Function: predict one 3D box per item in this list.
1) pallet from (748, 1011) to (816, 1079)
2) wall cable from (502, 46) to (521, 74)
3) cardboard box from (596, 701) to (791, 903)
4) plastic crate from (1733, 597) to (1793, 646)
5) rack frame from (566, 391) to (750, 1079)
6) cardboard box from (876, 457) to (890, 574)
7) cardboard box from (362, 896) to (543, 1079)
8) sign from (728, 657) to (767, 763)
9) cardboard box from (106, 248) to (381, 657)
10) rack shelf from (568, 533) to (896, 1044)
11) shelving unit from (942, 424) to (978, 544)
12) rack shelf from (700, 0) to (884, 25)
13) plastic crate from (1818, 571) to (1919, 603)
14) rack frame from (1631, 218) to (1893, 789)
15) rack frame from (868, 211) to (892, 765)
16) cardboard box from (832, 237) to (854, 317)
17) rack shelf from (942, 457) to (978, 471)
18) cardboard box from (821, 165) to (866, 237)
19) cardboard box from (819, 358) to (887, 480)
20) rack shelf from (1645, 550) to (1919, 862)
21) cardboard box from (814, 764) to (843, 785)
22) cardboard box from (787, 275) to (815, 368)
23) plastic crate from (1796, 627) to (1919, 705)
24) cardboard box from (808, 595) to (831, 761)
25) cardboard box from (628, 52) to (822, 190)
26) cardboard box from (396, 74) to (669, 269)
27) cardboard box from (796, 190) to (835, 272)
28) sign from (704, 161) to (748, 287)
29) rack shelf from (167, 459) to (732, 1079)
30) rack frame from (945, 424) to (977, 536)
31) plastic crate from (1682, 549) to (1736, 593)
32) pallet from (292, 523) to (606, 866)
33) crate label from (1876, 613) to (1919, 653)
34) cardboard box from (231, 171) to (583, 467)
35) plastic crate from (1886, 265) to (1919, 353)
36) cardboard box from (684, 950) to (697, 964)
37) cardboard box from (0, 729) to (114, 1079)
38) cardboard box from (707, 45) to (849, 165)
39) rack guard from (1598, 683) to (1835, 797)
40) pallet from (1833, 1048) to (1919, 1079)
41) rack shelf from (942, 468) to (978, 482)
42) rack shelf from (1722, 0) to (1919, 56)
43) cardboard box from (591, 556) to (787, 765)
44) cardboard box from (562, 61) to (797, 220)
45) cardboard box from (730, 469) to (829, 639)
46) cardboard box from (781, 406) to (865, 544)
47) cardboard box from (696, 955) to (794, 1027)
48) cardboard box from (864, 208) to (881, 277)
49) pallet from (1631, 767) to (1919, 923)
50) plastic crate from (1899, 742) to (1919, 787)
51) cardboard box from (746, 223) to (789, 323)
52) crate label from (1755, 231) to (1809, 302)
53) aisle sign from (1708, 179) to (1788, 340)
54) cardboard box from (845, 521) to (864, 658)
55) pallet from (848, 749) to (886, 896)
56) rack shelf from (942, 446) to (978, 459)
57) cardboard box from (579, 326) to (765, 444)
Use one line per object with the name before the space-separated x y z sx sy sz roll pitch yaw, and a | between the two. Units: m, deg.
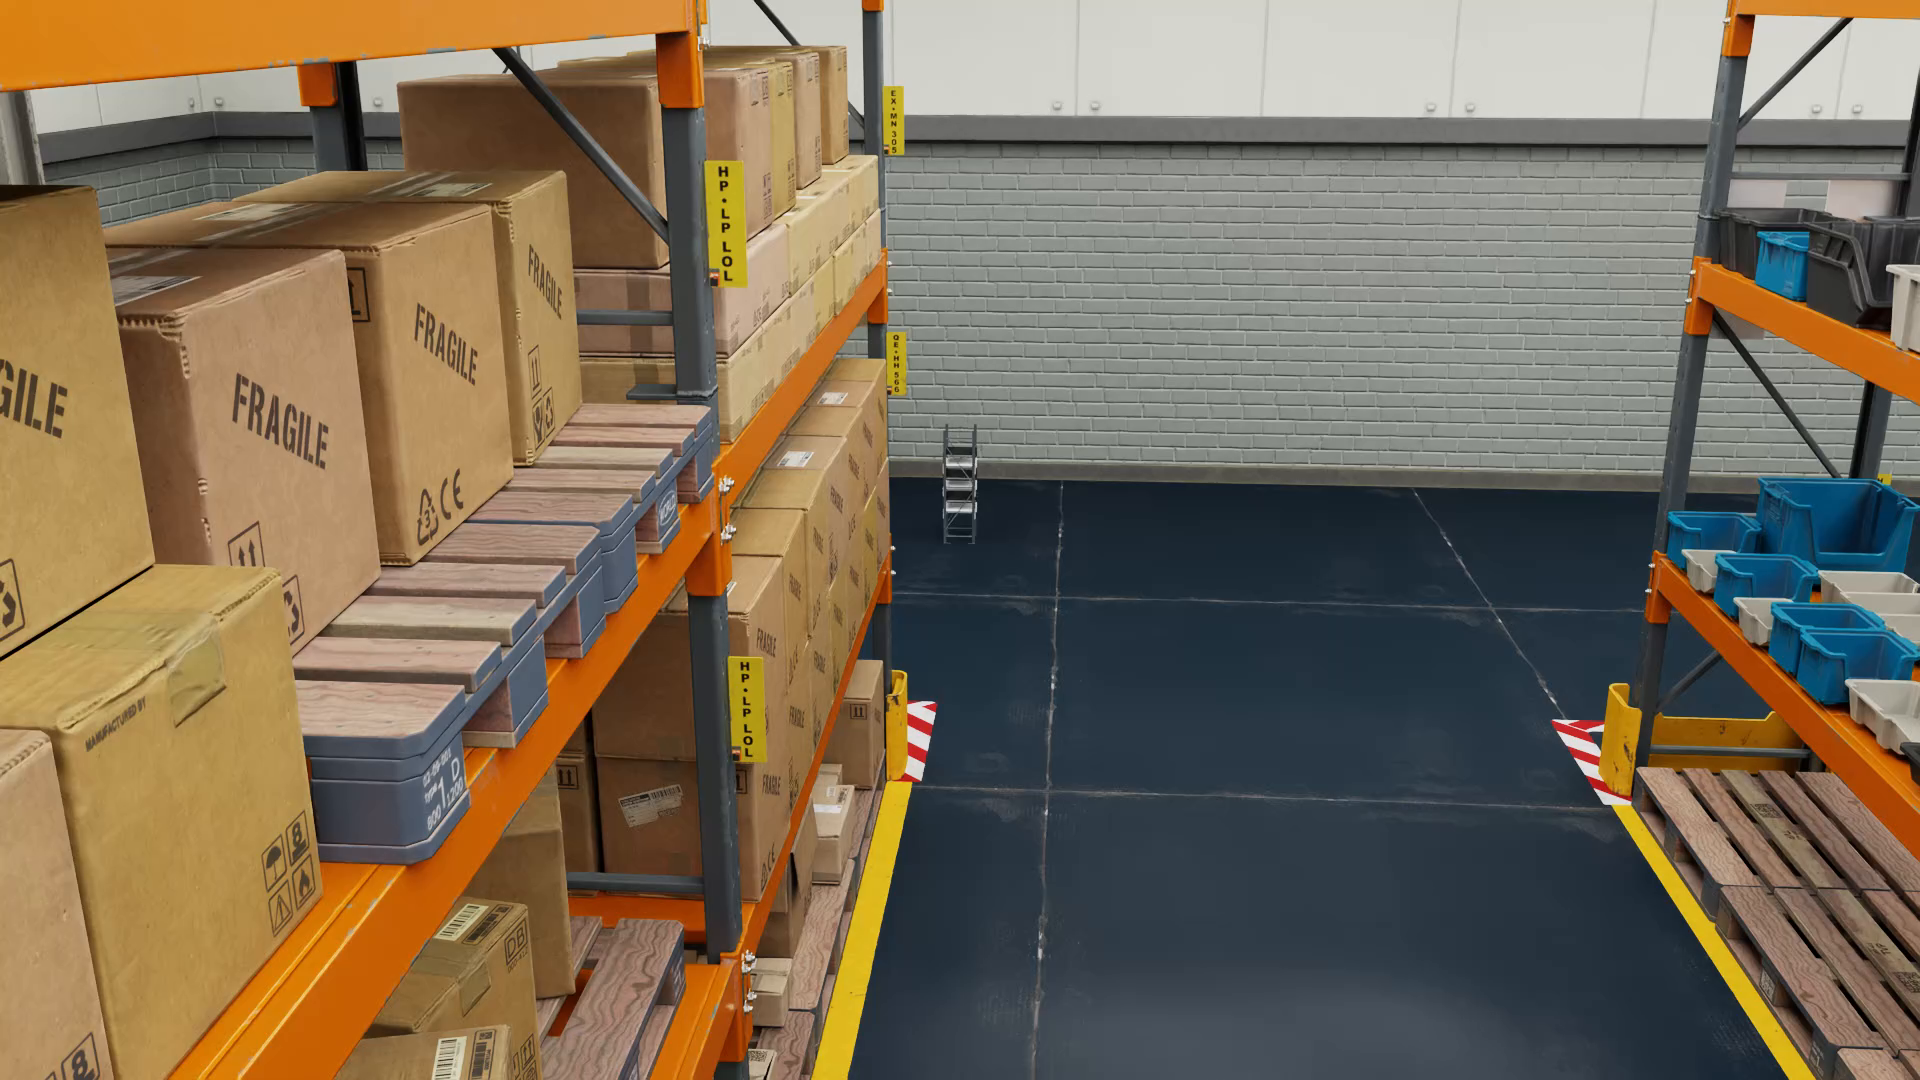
pallet | -1.112 2.138 6.060 1.003 0.211 1.213 1 18 4
wall cable | -5.055 -3.450 13.987 3.097 2.526 0.112 1 18 4
cardboard box | -0.854 0.826 5.424 0.500 0.500 0.500 2 18 5
plastic crate | 3.565 0.370 7.304 0.250 0.136 0.298 1 18 4
rack frame | -1.162 1.026 4.975 1.000 3.000 0.127 1 18 4
cardboard box | -0.636 -0.119 8.308 0.500 0.500 0.500 2 18 6
cardboard box | -1.405 1.136 3.804 0.700 0.500 0.500 4 19 13
sign | -0.608 0.487 4.761 0.100 0.325 0.005 1 18 4
cardboard box | -1.365 -0.125 2.675 0.600 0.600 0.600 1 18 2
rack shelf | -1.019 0.746 6.983 1.077 0.370 4.000 1 18 4
shelving unit | 0.001 -0.430 12.791 0.258 0.900 0.210 1 18 4
rack shelf | -1.019 -2.103 6.049 1.077 0.370 4.000 1 18 4
plastic crate | 4.187 0.249 7.672 0.396 0.136 0.243 1 18 4
rack frame | 4.065 -0.105 8.426 1.000 3.000 0.127 1 18 4
rack frame | -0.875 -0.217 8.767 1.000 3.000 0.127 1 18 4
cardboard box | -0.719 -1.095 6.870 0.500 0.250 0.500 1 18 4
rack shelf | 0.001 -0.570 12.745 0.258 0.077 0.200 1 18 4
cardboard box | -0.693 -1.488 7.267 0.500 0.250 0.500 1 18 4
cardboard box | -0.633 -0.595 8.155 0.500 0.500 0.500 1 18 3
rack shelf | 3.922 0.858 6.642 1.077 0.370 4.000 1 18 4
cardboard box | -0.788 1.219 8.229 0.380 0.166 0.250 1 18 4
cardboard box | -0.803 -0.784 5.923 0.500 0.250 0.500 1 18 4
plastic crate | 3.603 0.518 6.698 0.416 0.233 0.300 1 18 4
cardboard box | -0.782 0.512 6.384 0.500 0.500 0.500 1 18 4
cardboard box | -0.945 -1.694 6.691 0.700 0.500 0.500 1 18 4
cardboard box | -1.165 -1.074 4.800 0.700 0.500 0.500 1 18 4
cardboard box | -0.762 -1.177 6.319 0.500 0.250 0.500 1 18 4
sign | -0.608 -0.821 4.332 0.100 0.325 0.005 1 18 4
rack shelf | -1.306 0.563 2.725 1.077 0.370 4.000 1 18 4
rack frame | 0.008 -0.462 12.887 0.240 0.900 0.006 1 18 4
plastic crate | 3.613 0.159 7.947 0.250 0.136 0.298 1 18 4
pallet | -1.350 0.213 2.941 1.213 0.211 1.003 1 18 4
crate label | 4.156 0.426 7.133 0.396 0.136 0.243 1 18 4
cardboard box | -1.272 -0.539 3.939 0.600 0.600 0.600 0 18 -1
plastic crate | 3.598 -0.792 5.897 0.437 0.282 0.530 1 18 4
cardboard box | -1.351 1.678 6.596 0.500 0.311 0.500 1 18 4
cardboard box | -1.415 0.500 1.600 0.910 0.500 0.500 1 18 4
cardboard box | -0.896 -2.005 7.640 0.700 0.500 0.500 1 18 4
rack guard | 4.054 1.075 8.839 1.175 0.500 0.348 1 18 4
pallet | 3.792 2.233 5.768 1.003 0.211 1.213 1 18 4
rack shelf | 0.001 -0.484 12.773 0.258 0.077 0.200 1 18 4
rack shelf | 3.922 -1.803 5.770 1.077 0.370 4.000 1 18 4
cardboard box | -0.848 0.363 5.231 0.500 0.500 0.500 2 18 5
cardboard box | -0.958 -1.382 5.739 0.700 0.500 0.500 1 18 4
cardboard box | -0.774 0.043 6.208 0.500 0.500 0.500 1 18 2
cardboard box | -0.701 -0.277 7.184 0.500 0.500 0.500 2 18 5
cardboard box | -0.864 1.769 6.552 0.380 0.166 0.250 1 18 4
cardboard box | -0.649 -1.405 7.818 0.500 0.250 0.500 1 18 4
pallet | 3.967 1.476 8.081 1.003 0.211 1.213 1 18 4
plastic crate | 3.590 0.886 5.747 0.437 0.125 0.590 1 18 4
cardboard box | -0.846 -0.867 5.372 0.500 0.250 0.500 1 18 4
crate label | 3.676 -1.180 7.129 0.408 0.251 0.502 1 18 4
aisle sign | 3.774 -1.369 8.109 0.394 0.787 0.004 1 18 4
cardboard box | -0.711 0.197 7.344 0.500 0.500 0.500 1 18 4
pallet | -0.937 1.380 8.373 1.003 0.211 1.213 1 18 4
rack shelf | 0.001 -0.655 12.717 0.258 0.077 0.200 1 18 4
cardboard box | -0.881 -0.474 4.976 0.500 0.250 0.500 1 18 4
